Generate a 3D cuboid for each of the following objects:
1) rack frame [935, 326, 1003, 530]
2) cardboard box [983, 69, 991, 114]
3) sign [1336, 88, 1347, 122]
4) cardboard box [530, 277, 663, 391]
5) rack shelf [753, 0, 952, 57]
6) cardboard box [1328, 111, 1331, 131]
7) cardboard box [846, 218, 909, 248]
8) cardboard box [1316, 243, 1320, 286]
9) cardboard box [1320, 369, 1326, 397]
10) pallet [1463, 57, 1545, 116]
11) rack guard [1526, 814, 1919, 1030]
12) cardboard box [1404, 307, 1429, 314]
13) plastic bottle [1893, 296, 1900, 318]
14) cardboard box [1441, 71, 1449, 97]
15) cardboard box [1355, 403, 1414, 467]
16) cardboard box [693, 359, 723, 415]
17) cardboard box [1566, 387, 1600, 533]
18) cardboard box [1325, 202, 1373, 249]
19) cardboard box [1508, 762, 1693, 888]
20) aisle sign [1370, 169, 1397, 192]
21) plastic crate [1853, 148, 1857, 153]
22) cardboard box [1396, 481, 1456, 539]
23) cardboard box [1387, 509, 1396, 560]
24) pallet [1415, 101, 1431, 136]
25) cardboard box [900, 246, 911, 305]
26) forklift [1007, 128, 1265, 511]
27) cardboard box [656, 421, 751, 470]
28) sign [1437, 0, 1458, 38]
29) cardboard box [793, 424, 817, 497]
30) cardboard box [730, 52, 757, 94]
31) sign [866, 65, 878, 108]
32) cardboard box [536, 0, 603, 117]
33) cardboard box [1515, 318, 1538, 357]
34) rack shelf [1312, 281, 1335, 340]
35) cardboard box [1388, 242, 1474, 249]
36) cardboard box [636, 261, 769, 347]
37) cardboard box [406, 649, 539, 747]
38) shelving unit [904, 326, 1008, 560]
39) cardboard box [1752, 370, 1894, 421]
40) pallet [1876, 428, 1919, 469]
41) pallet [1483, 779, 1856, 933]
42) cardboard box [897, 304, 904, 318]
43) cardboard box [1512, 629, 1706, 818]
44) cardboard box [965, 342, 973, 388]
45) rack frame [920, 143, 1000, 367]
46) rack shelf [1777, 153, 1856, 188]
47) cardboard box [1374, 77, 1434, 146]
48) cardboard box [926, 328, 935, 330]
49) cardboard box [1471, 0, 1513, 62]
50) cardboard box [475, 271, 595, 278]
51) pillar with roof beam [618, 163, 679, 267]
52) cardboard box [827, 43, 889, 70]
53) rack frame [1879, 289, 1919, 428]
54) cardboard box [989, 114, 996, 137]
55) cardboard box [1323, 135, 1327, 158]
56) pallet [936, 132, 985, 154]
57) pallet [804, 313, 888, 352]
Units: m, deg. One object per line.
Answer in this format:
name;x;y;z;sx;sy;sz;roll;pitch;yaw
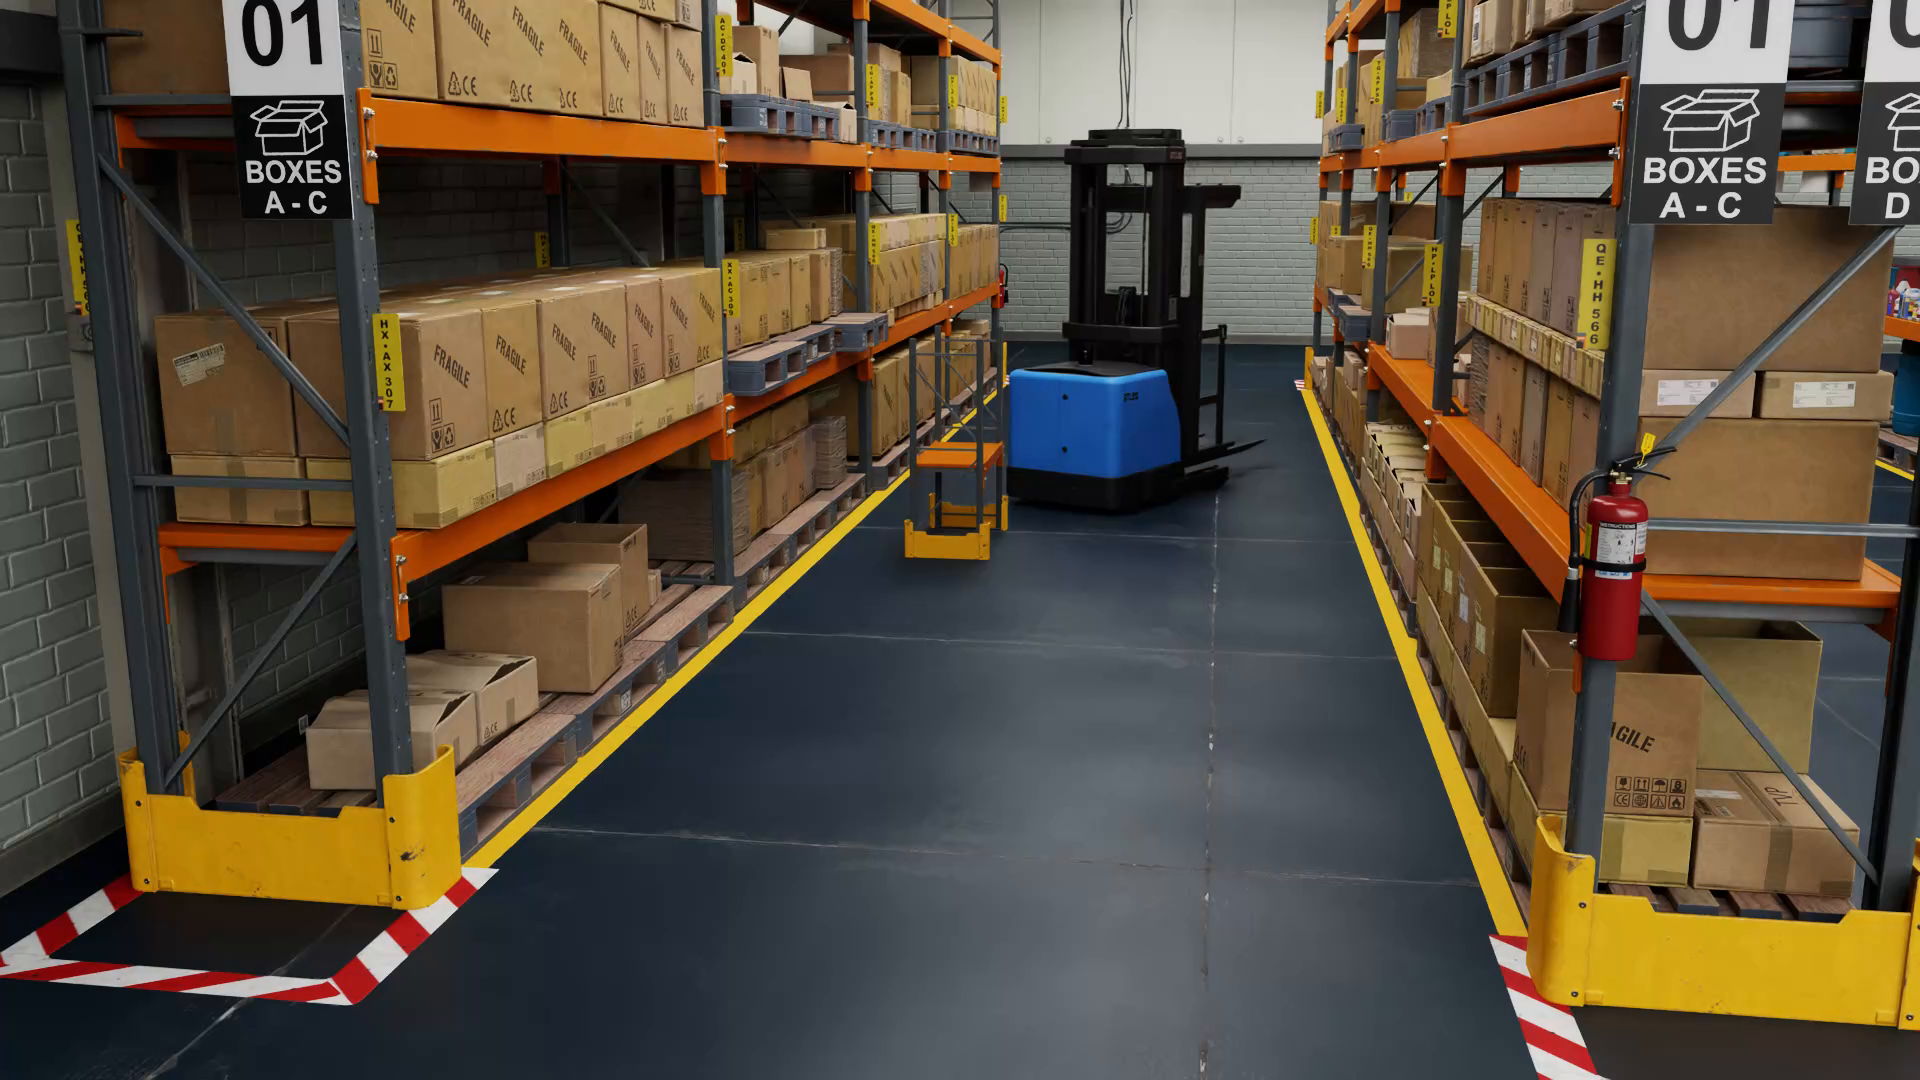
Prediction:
rack frame;0.065;-0.821;12.244;0.500;1.500;0.032;2;12;9
cardboard box;0.072;-5.270;19.548;0.500;0.500;0.500;2;12;10
sign;3.746;-4.264;16.311;0.100;0.325;0.005;2;12;9
cardboard box;-1.769;-1.009;8.085;0.500;0.500;0.500;2;12;7
rack shelf;-0.920;-4.658;14.903;1.077;0.370;4.000;2;12;9
cardboard box;4.408;-4.692;18.695;0.500;0.250;0.500;2;12;9
cardboard box;-0.748;-2.729;14.764;0.500;0.250;0.500;2;12;9
cardboard box;4.570;-3.326;20.072;0.500;0.500;0.500;2;12;10
cardboard box;4.206;-1.713;18.162;0.500;0.311;0.500;2;12;9
pallet;2.947;-2.108;7.745;1.003;0.211;1.213;2;12;9
rack guard;2.434;1.196;5.256;1.175;0.500;0.348;2;12;9
cardboard box;3.569;-1.578;12.408;0.500;0.311;0.500;3;12;12
plastic bottle;8.679;-2.156;15.347;0.097;0.201;0.097;0;12;0
cardboard box;3.591;-3.088;11.443;0.500;0.250;0.500;2;12;10
cardboard box;3.580;-0.892;13.899;0.500;0.500;0.500;2;12;11
cardboard box;-1.616;-0.851;9.132;0.500;0.250;0.500;2;12;9
cardboard box;2.598;-0.286;5.963;0.700;0.500;0.500;2;12;10
cardboard box;4.338;-3.496;18.487;0.500;0.500;0.500;2;12;8
cardboard box;2.228;0.987;5.824;0.500;0.250;0.500;2;12;9
aisle sign;5.212;-4.637;20.217;0.394;0.787;0.004;2;12;9
plastic crate;8.944;-3.828;16.020;0.450;0.188;0.662;2;12;9
cardboard box;2.906;-0.201;10.004;0.500;0.311;0.500;2;12;10
cardboard box;2.988;-0.032;10.552;0.500;0.250;0.500;2;12;10
pallet;3.483;-2.693;10.698;1.003;0.211;1.213;2;12;11
cardboard box;-0.733;-2.365;14.855;0.500;0.500;0.500;2;12;8
forklift;1.636;-1.914;13.917;1.130;2.935;3.031;9;15;34
cardboard box;-1.681;-0.628;10.898;0.500;0.250;0.500;2;12;7
sign;2.515;-2.752;8.548;0.100;0.325;0.005;2;12;9
cardboard box;-1.481;-0.594;12.518;0.700;0.500;0.500;2;12;9
cardboard box;-1.585;-2.891;10.381;0.500;0.311;0.500;2;12;10
sign;-0.691;-3.557;13.031;0.100;0.325;0.005;2;12;9
cardboard box;-1.904;-2.108;7.250;0.500;0.500;0.500;3;12;12
cardboard box;2.585;-0.857;7.074;0.380;0.149;0.250;2;12;8
rack shelf;4.591;-2.593;18.615;1.077;0.370;4.000;2;12;9
cardboard box;3.983;-2.269;14.169;0.700;0.500;0.500;4;13;19
cardboard box;-1.637;-1.508;10.589;0.700;0.500;0.500;3;13;14
cardboard box;-2.175;0.649;7.200;0.500;0.311;0.500;3;13;13
shelving unit;-0.012;-0.717;11.762;0.587;1.500;1.083;2;12;9
cardboard box;2.711;-0.471;5.284;0.380;0.149;0.250;2;12;8
pallet;9.017;-0.845;15.414;1.003;0.211;1.213;2;12;9
pallet;2.514;1.172;6.055;1.003;0.211;1.213;2;12;9
cardboard box;-0.723;-2.124;15.276;0.380;0.149;0.250;2;12;9
cardboard box;2.226;0.620;5.745;0.500;0.500;0.500;2;12;9
cardboard box;-0.234;-2.035;19.255;0.700;0.500;0.500;2;12;10
rack frame;0.003;-3.521;21.212;1.000;3.000;0.127;2;12;9
rack shelf;9.485;-3.899;17.551;1.077;0.370;4.000;2;12;9
cardboard box;3.702;-3.303;12.844;0.910;0.500;0.500;2;12;9
cardboard box;-0.417;-2.389;19.353;0.380;0.149;0.250;2;12;8
cardboard box;2.632;-2.351;7.546;0.500;0.311;0.500;1;12;6
cardboard box;-2.204;-1.128;8.634;0.500;0.500;0.500;2;12;8
pillar with roof beam;1.972;-4.406;11.080;9.100;9.000;0.400;2;12;9
cardboard box;-0.947;-4.491;15.531;0.500;0.250;0.500;1;12;7
rack frame;9.177;-2.368;15.859;1.000;3.000;0.127;2;12;9
cardboard box;0.153;-5.007;20.110;0.500;0.250;0.500;2;12;10
cardboard box;4.478;-4.552;19.232;0.500;0.250;0.500;2;12;9
pallet;-0.286;-4.535;19.006;1.003;0.211;1.213;2;12;9
pallet;-1.232;-1.610;12.801;1.213;0.211;1.003;2;12;9
